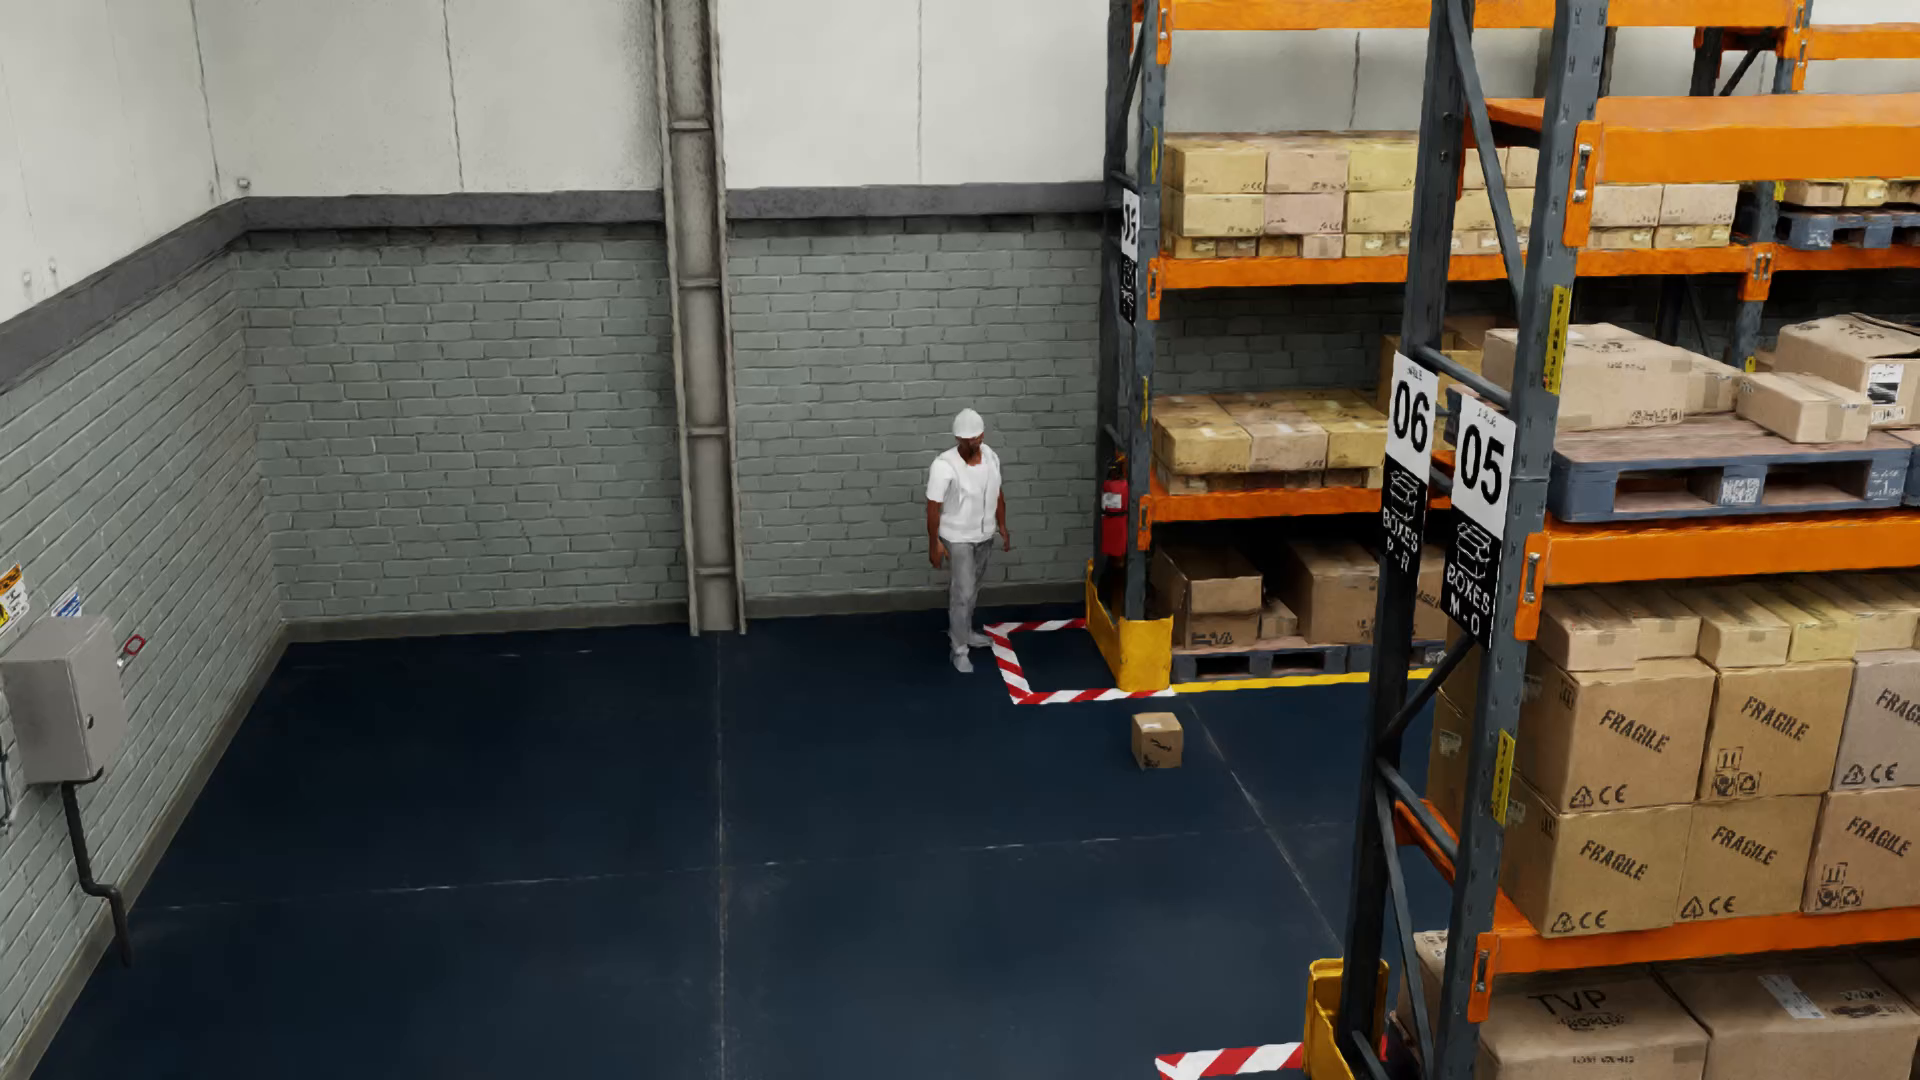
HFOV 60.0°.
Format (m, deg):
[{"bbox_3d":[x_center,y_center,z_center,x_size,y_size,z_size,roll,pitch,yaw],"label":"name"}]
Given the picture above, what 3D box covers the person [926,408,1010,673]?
[{"bbox_3d":[0.047,-0.007,11.120,0.457,1.824,0.604,18,26,40],"label":"person"}]
